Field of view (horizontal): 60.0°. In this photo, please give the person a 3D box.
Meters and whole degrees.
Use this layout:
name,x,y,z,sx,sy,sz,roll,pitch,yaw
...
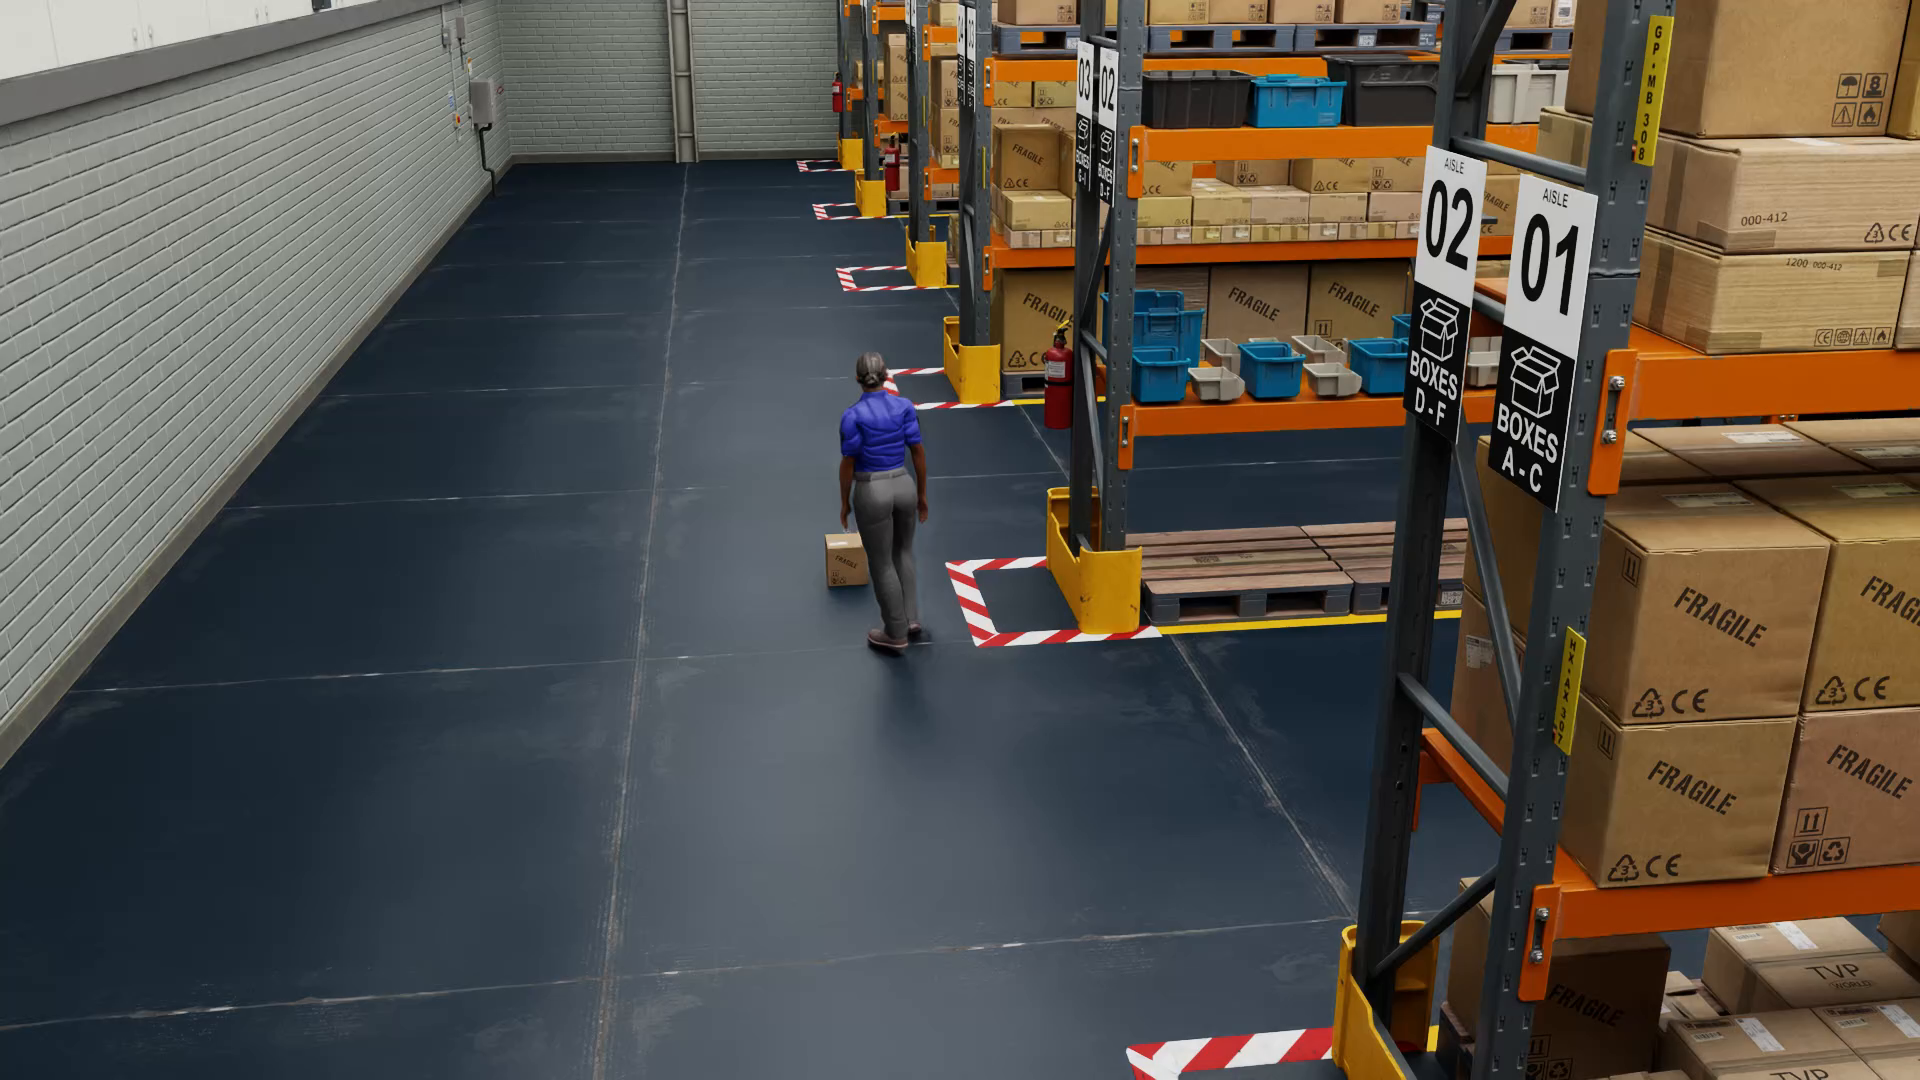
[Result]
name,x,y,z,sx,sy,sz,roll,pitch,yaw
person,-0.384,-0.191,9.116,0.511,1.701,0.407,-12,23,-30
